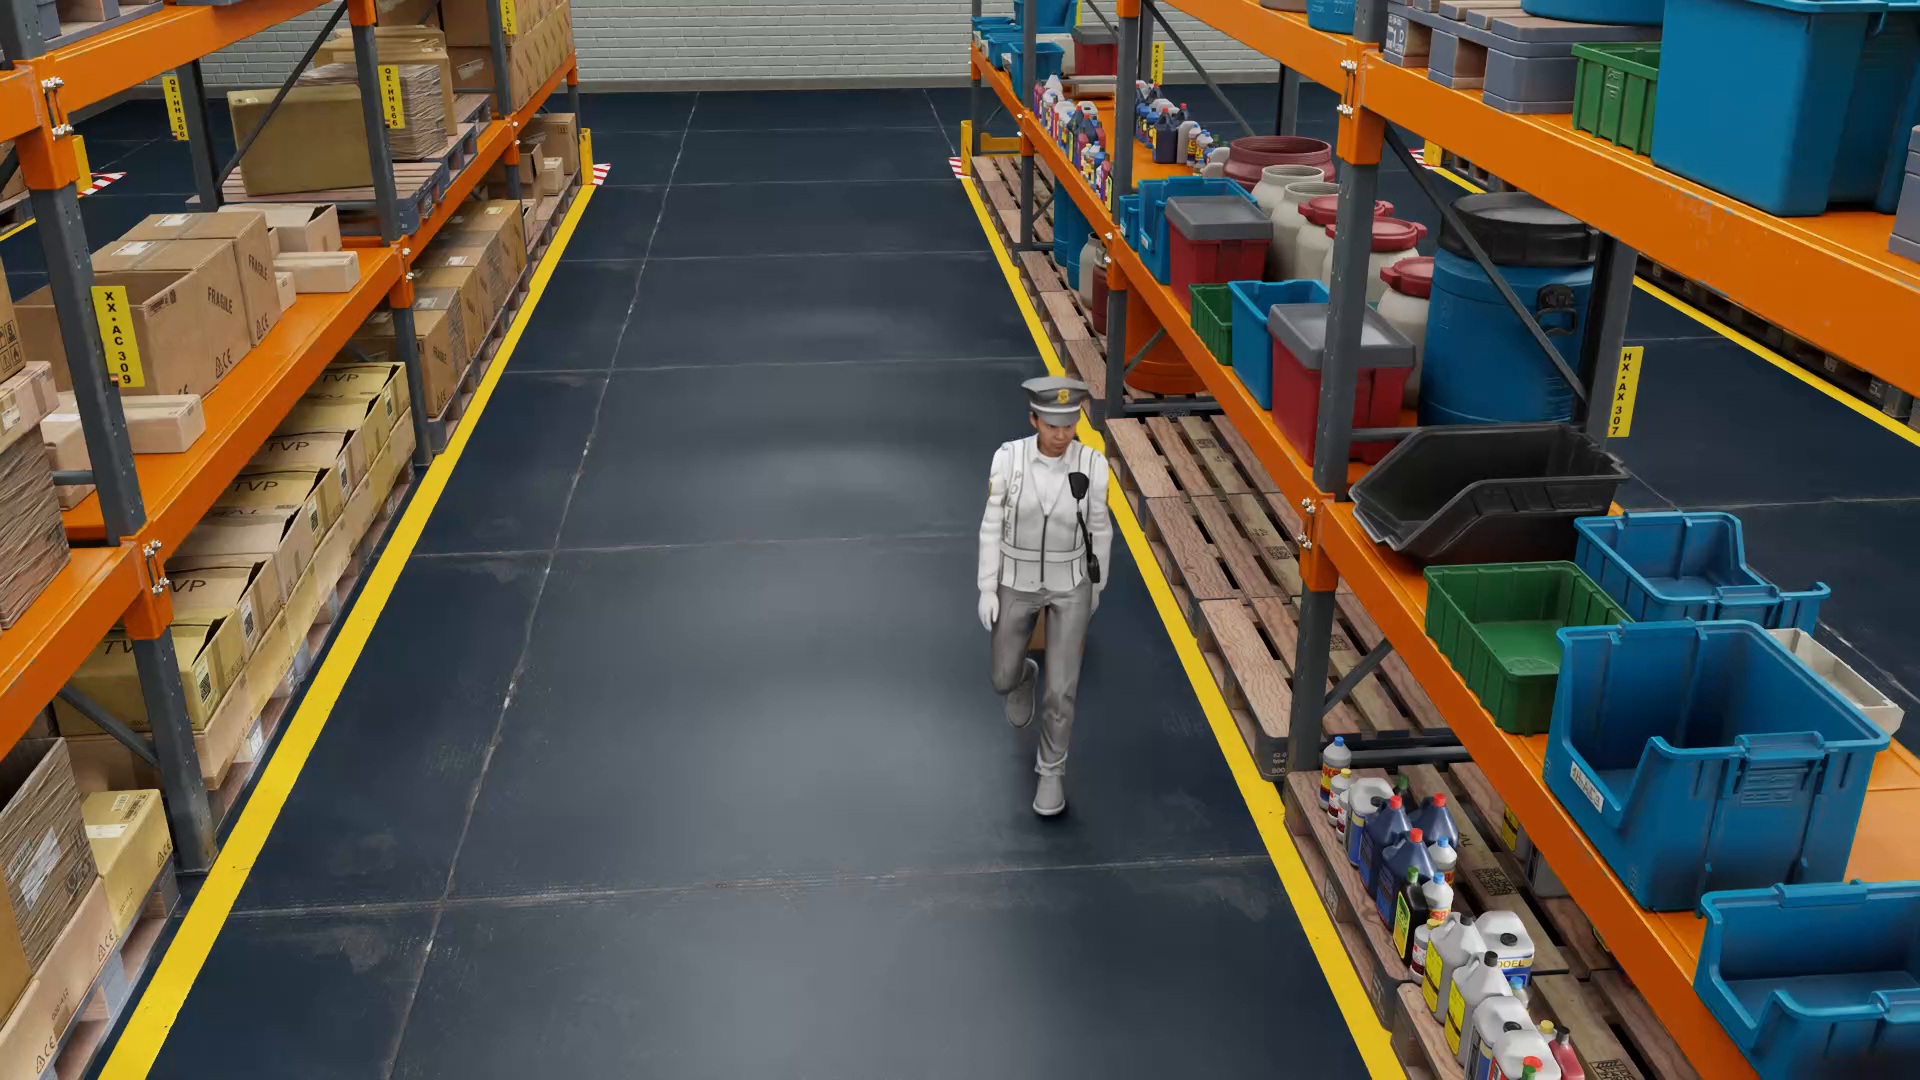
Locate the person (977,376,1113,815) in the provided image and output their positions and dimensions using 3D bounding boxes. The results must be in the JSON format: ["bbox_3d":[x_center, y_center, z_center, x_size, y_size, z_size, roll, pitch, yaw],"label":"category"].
[{"bbox_3d":[0.318,0.149,6.201,0.486,1.644,0.696,3,24,6],"label":"person"}]
